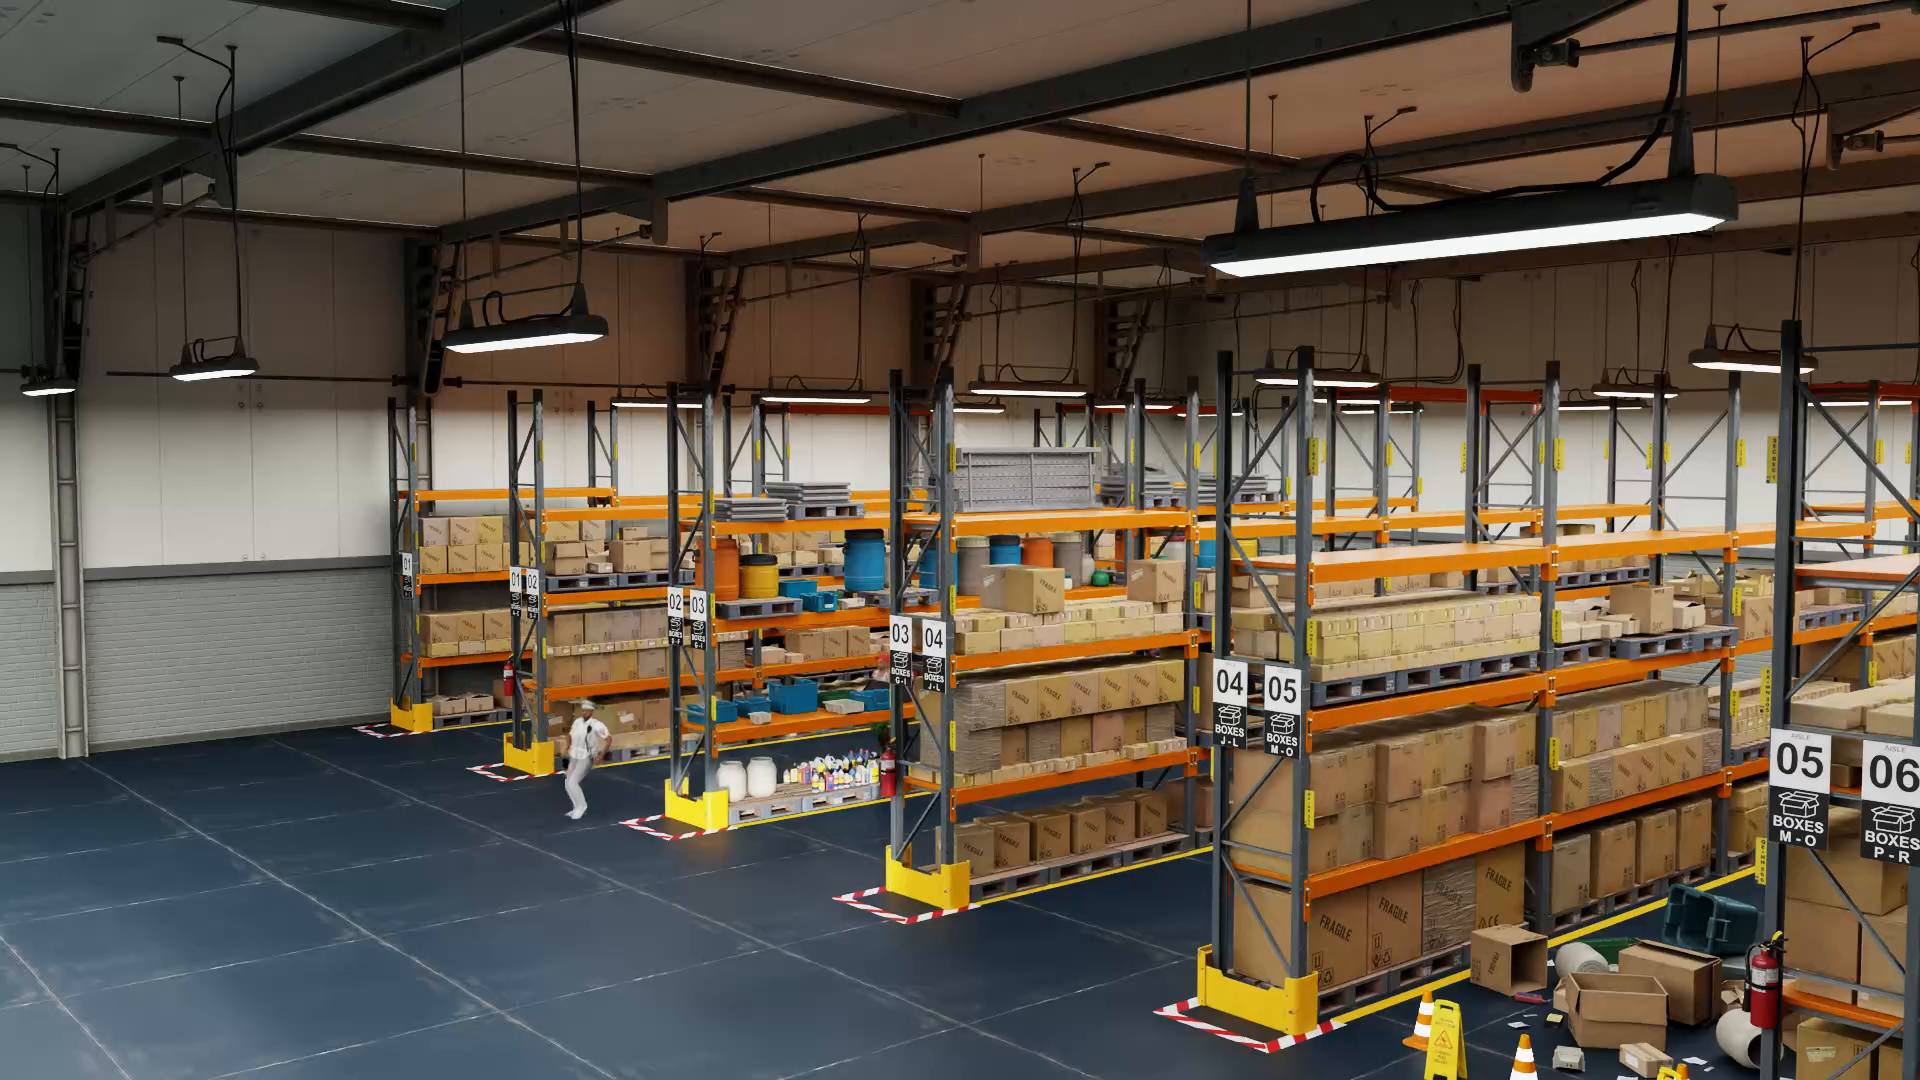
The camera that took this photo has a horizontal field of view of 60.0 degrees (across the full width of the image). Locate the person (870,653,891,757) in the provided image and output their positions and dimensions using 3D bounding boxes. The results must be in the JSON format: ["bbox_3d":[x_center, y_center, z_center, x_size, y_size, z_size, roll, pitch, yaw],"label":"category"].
[{"bbox_3d":[-1.297,2.709,26.933,0.639,1.740,0.582,3,4,42],"label":"person"}]

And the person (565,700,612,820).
[{"bbox_3d":[-5.198,3.014,22.861,0.607,1.645,0.583,2,4,33],"label":"person"}]
